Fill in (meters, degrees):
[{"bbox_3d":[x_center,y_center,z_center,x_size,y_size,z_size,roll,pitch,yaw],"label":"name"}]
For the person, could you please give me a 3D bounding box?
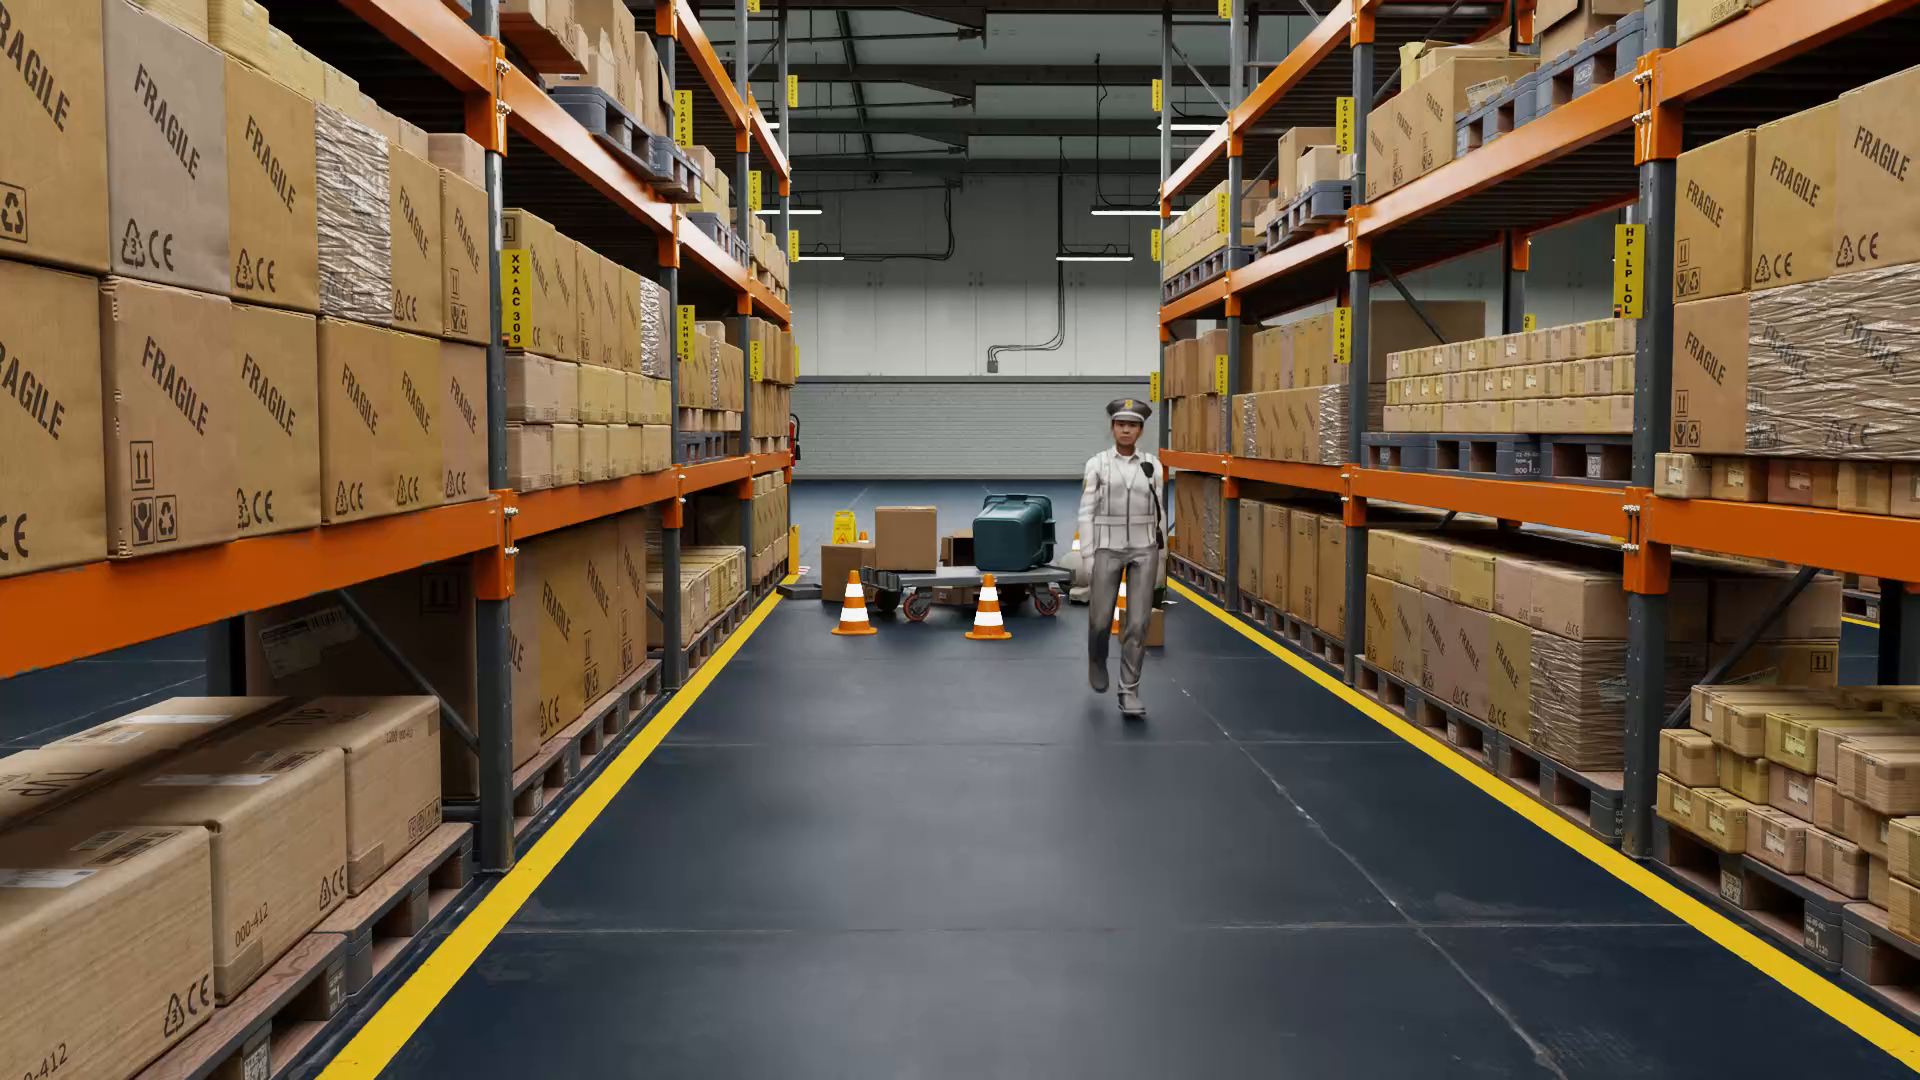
[{"bbox_3d":[0.876,0.071,8.973,0.487,1.672,0.614,0,4,-1],"label":"person"}]
